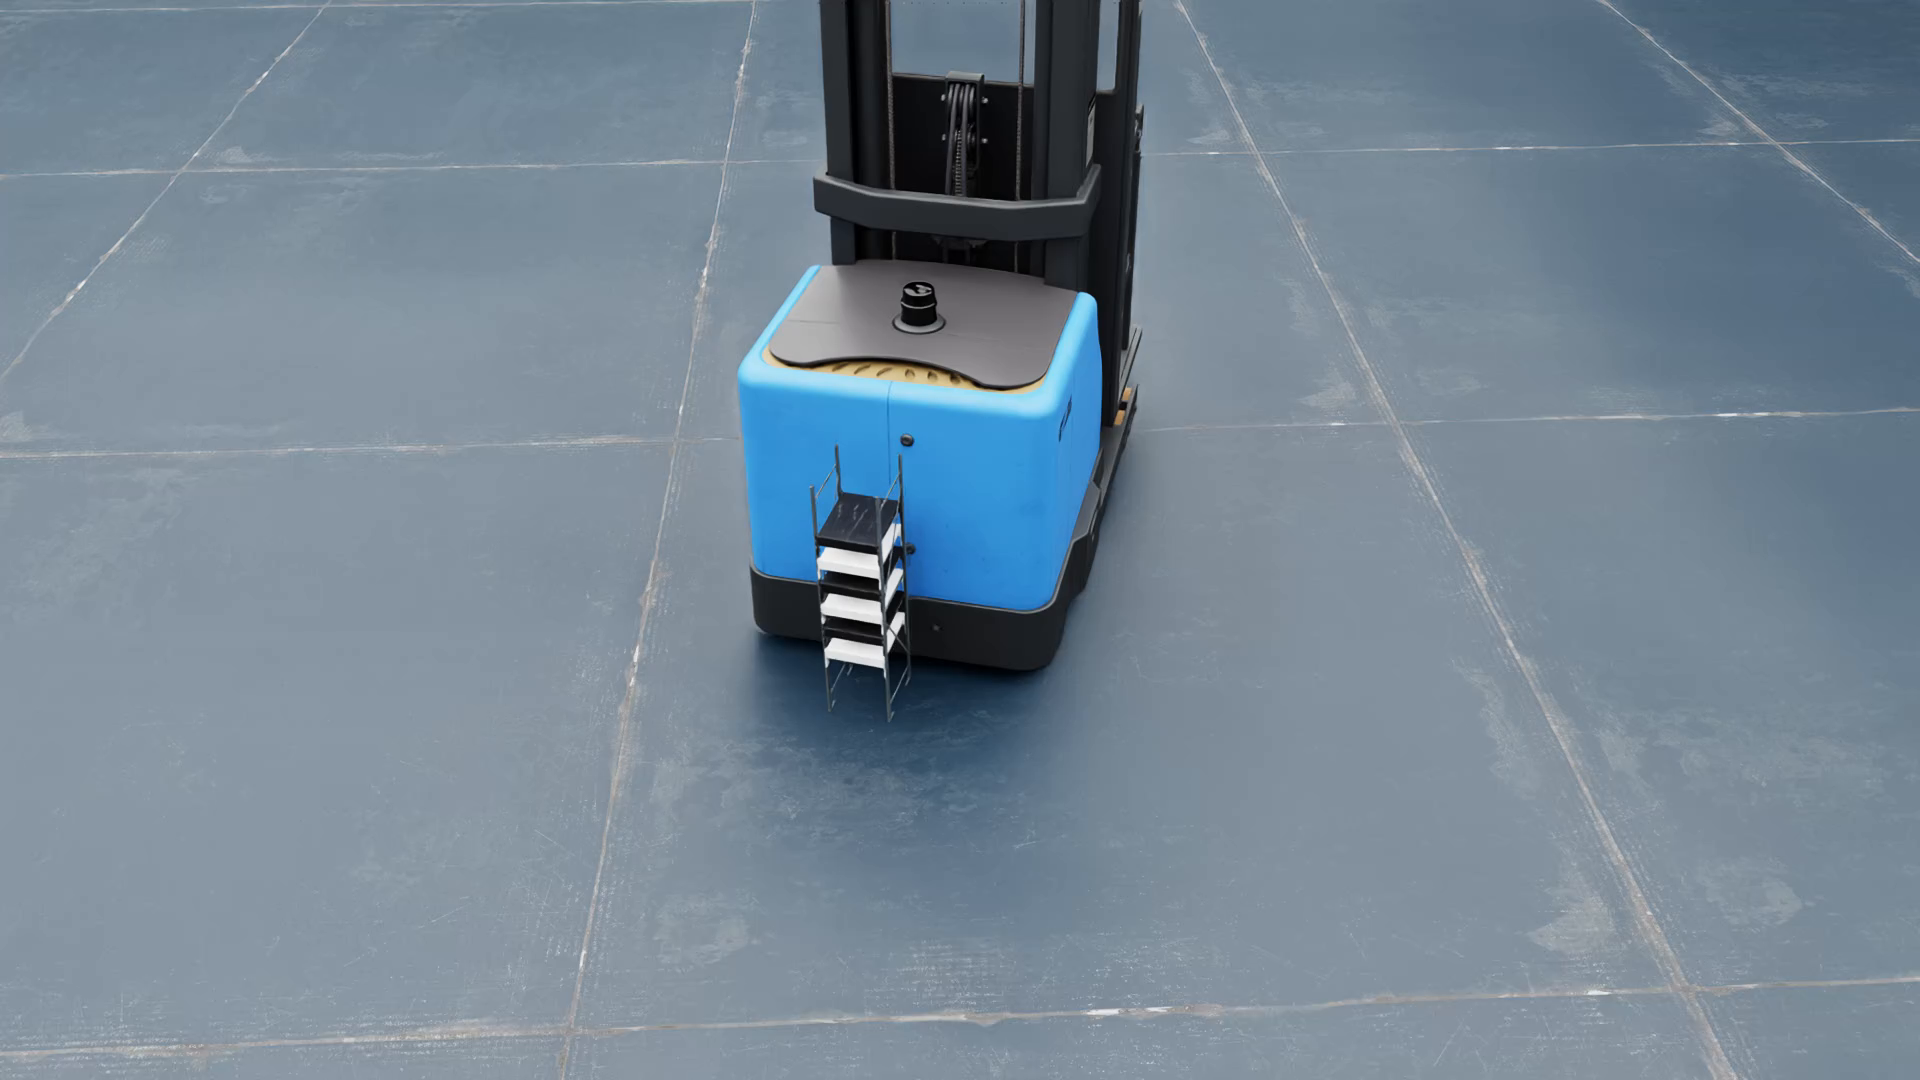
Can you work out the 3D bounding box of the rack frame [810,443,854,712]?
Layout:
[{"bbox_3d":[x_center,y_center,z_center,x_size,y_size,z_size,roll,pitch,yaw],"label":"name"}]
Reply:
[{"bbox_3d":[-0.400,0.134,5.255,0.006,0.900,0.240,9,38,13],"label":"rack frame"}]

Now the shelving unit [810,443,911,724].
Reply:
[{"bbox_3d":[-0.302,0.150,5.232,0.210,0.900,0.258,9,38,13],"label":"shelving unit"}]

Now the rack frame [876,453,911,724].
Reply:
[{"bbox_3d":[-0.205,0.166,5.209,0.006,0.900,0.240,9,38,13],"label":"rack frame"}]

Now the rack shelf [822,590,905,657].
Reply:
[{"bbox_3d":[-0.301,0.248,5.307,0.200,0.077,0.258,9,38,13],"label":"rack shelf"}]

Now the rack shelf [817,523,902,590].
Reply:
[{"bbox_3d":[-0.304,0.033,5.144,0.200,0.077,0.258,9,38,13],"label":"rack shelf"}]

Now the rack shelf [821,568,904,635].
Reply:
[{"bbox_3d":[-0.302,0.176,5.252,0.200,0.077,0.258,9,38,13],"label":"rack shelf"}]

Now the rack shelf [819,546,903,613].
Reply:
[{"bbox_3d":[-0.303,0.105,5.198,0.200,0.077,0.258,9,38,13],"label":"rack shelf"}]

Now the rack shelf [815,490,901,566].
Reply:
[{"bbox_3d":[-0.306,-0.039,5.089,0.200,0.077,0.258,9,38,13],"label":"rack shelf"}]

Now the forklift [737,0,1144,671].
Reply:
[{"bbox_3d":[0.123,-1.608,5.998,1.130,2.935,3.031,8,35,11],"label":"forklift"}]

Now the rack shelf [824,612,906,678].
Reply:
[{"bbox_3d":[-0.300,0.320,5.361,0.200,0.077,0.258,9,38,13],"label":"rack shelf"}]
